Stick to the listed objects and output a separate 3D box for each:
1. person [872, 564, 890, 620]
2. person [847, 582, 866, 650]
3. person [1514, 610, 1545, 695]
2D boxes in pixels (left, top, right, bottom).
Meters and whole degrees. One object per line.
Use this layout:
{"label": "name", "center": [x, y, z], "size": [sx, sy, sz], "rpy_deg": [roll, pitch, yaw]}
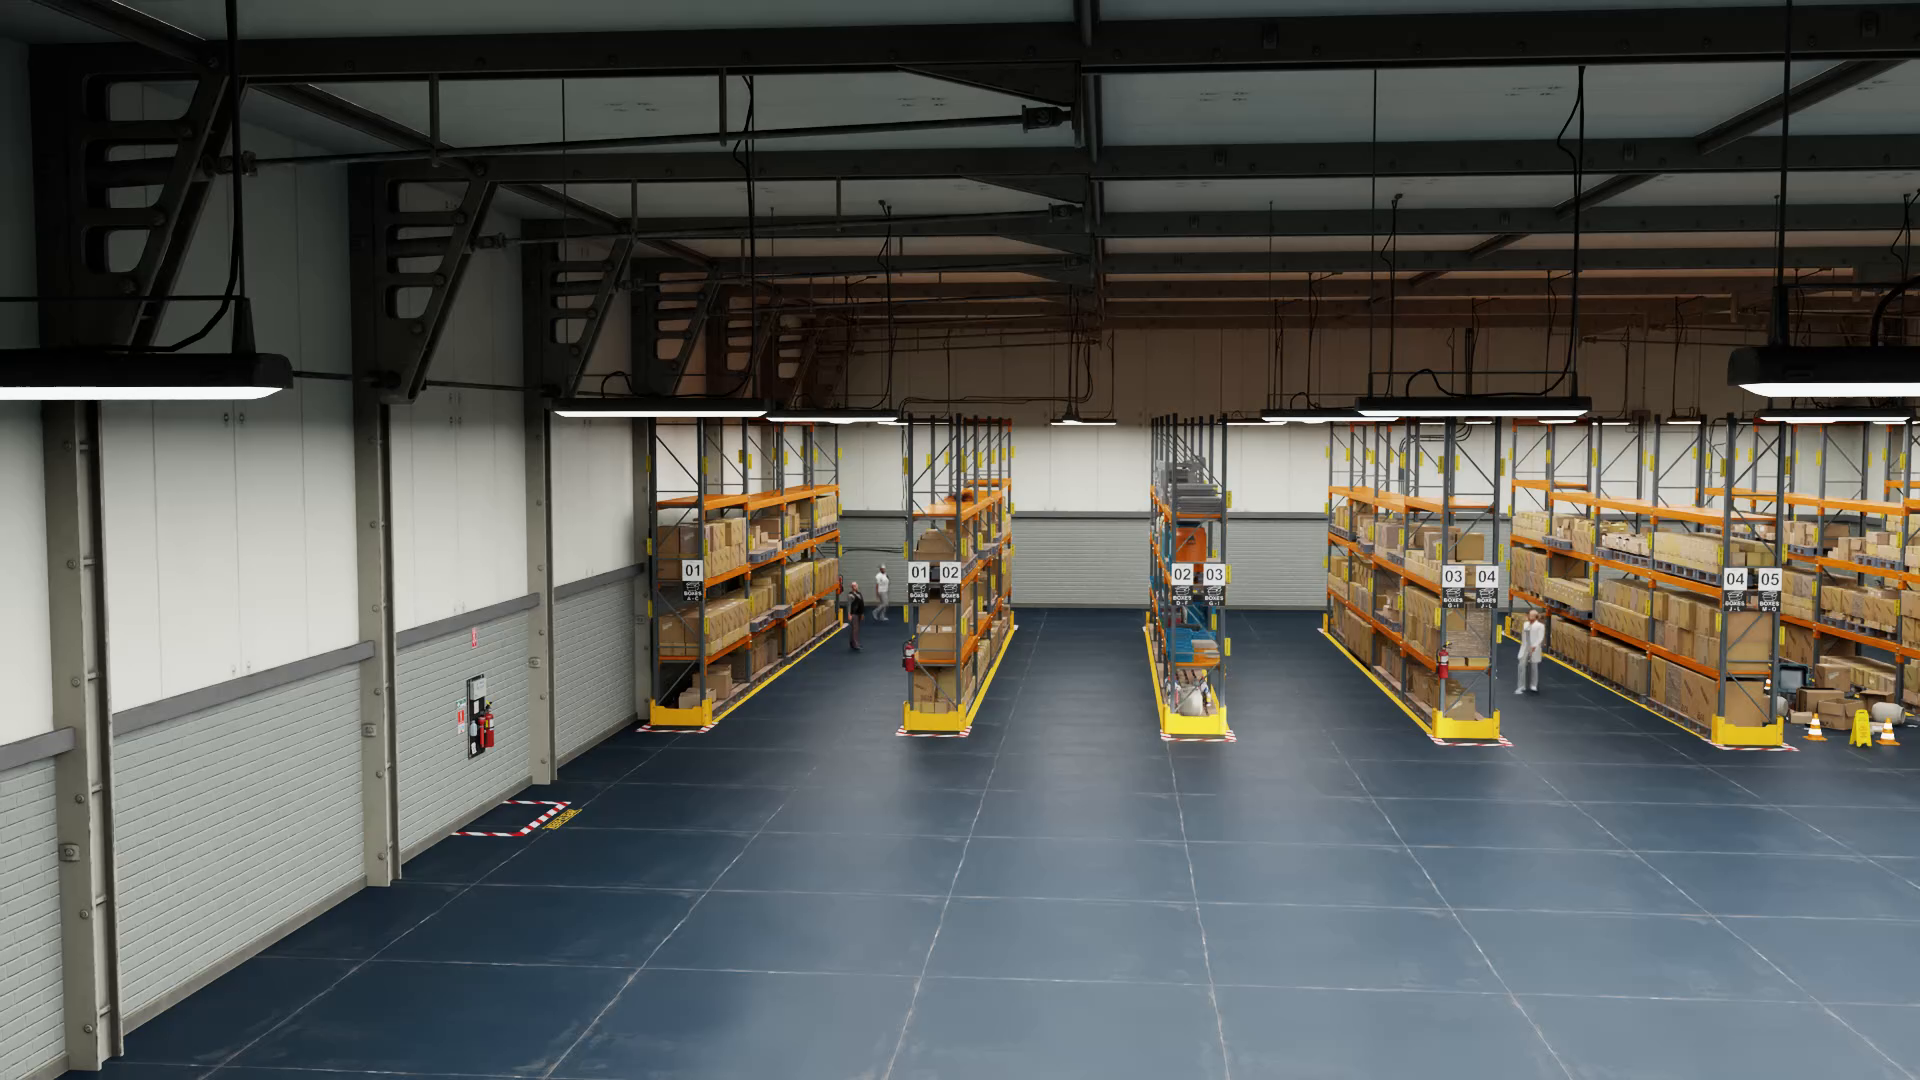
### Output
{"label": "person", "center": [-2.333, 1.546, 49.289], "size": [0.511, 1.684, 0.462], "rpy_deg": [1, 4, 8]}
{"label": "person", "center": [-2.649, 1.966, 43.174], "size": [0.528, 1.743, 0.572], "rpy_deg": [2, 4, 23]}
{"label": "person", "center": [12.330, 2.425, 35.944], "size": [0.552, 1.804, 0.818], "rpy_deg": [3, 5, 33]}
